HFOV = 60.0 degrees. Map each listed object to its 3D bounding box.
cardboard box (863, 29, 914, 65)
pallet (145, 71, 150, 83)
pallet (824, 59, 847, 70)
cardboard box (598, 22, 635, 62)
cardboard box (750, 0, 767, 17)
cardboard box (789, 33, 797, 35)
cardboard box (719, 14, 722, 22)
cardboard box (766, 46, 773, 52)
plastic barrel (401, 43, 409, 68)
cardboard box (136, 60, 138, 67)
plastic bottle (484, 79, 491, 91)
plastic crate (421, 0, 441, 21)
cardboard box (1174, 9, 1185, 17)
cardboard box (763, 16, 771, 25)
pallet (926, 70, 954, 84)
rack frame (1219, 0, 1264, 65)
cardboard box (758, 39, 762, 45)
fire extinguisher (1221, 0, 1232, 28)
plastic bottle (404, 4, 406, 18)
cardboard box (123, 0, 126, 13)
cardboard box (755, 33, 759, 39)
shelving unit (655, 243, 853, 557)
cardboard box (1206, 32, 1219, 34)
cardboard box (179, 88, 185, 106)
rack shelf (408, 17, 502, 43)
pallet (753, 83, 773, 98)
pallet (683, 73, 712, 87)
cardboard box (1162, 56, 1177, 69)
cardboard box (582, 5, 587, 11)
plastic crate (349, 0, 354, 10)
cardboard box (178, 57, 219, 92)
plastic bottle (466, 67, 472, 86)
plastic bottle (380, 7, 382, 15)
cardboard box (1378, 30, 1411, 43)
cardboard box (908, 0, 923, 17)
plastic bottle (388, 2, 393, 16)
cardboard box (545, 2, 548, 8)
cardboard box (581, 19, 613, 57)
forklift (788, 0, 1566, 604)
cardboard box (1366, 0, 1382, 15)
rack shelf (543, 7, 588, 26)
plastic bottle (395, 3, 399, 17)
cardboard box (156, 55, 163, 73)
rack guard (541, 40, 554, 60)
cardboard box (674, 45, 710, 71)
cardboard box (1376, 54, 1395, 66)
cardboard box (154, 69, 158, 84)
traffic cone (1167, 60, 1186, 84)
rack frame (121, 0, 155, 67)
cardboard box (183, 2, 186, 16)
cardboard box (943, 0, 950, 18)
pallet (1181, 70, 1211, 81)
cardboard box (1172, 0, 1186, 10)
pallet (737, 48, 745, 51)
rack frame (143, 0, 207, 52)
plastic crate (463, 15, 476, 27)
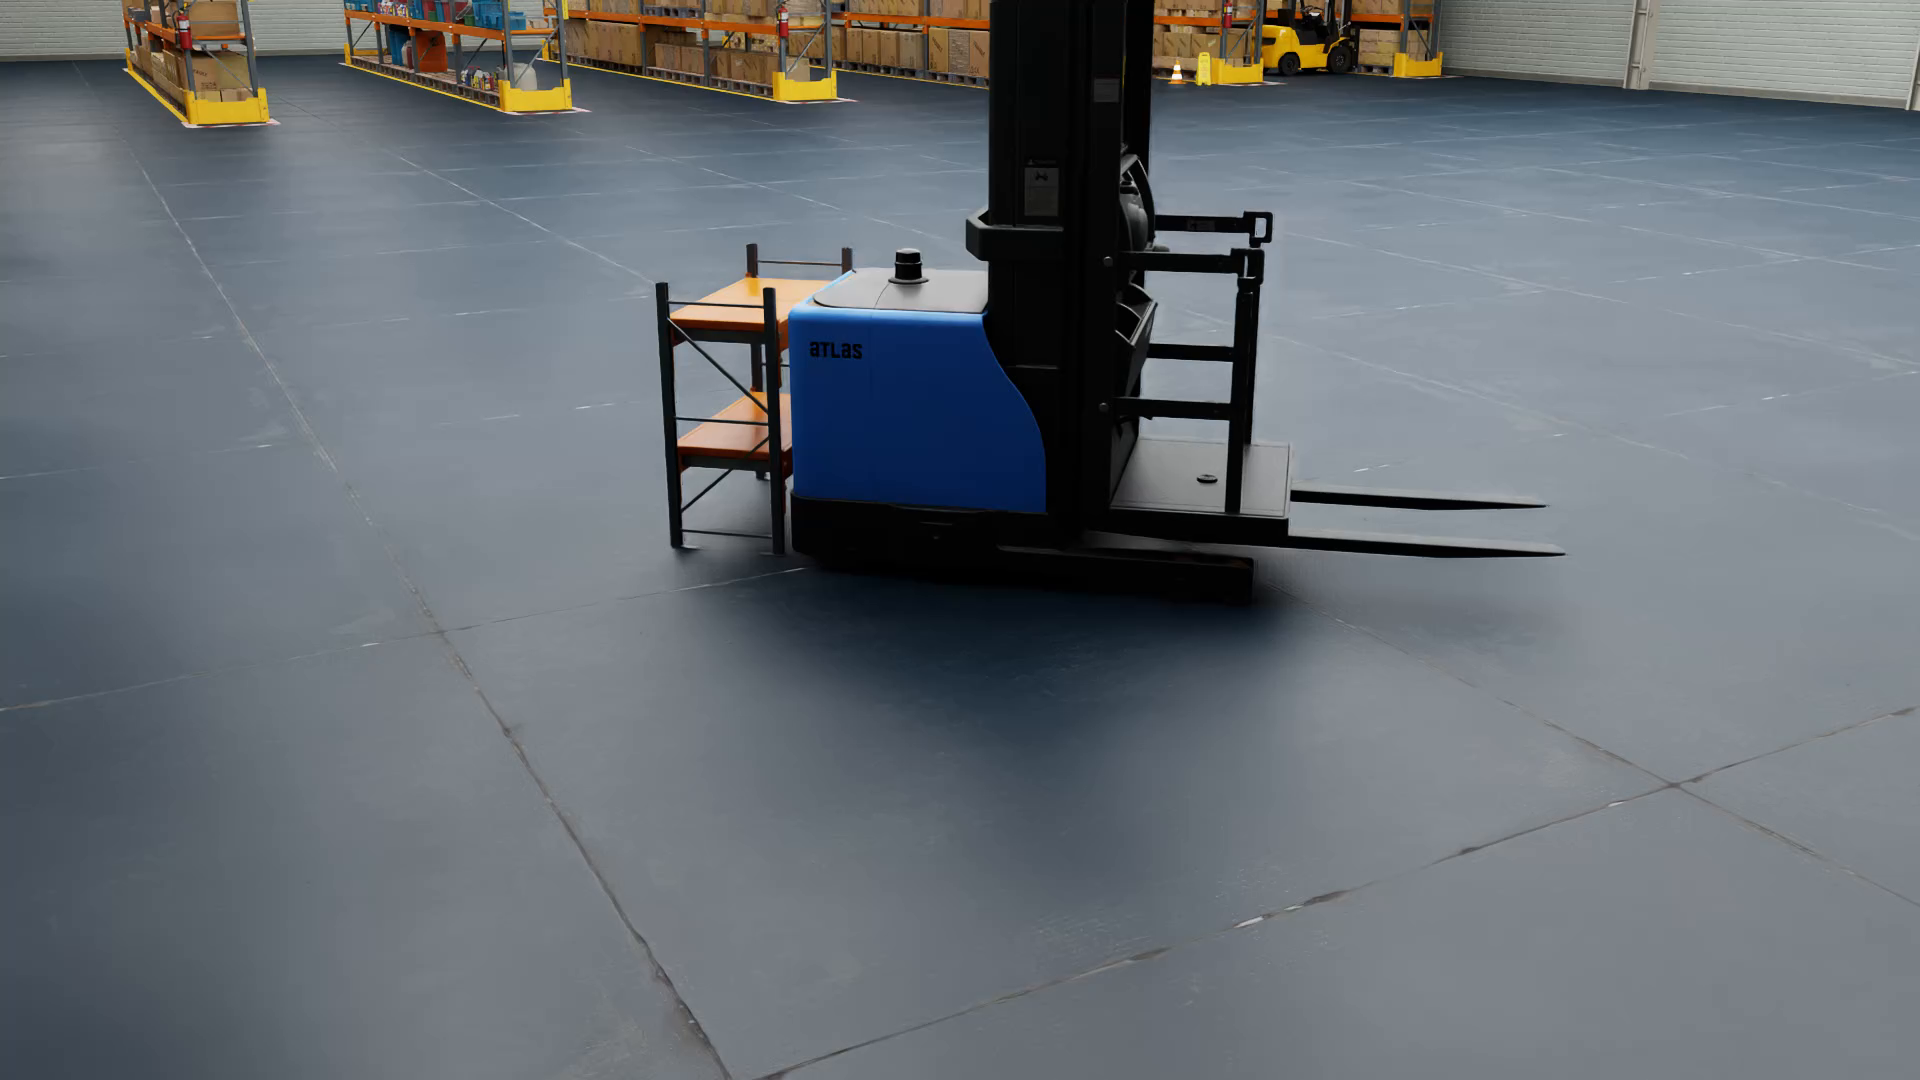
[{"bbox_3d":[-1.585,-11.286,38.044,1.050,0.750,0.750,-10,21,-26],"label":"cardboard box"},{"bbox_3d":[-16.826,-9.920,35.555,1.003,0.211,1.213,-10,21,-27],"label":"pallet"},{"bbox_3d":[-2.583,-11.496,40.124,1.003,0.211,1.213,-10,21,-27],"label":"pallet"},{"bbox_3d":[-7.779,-11.756,39.216,1.225,0.875,0.875,-11,22,-29],"label":"cardboard box"},{"bbox_3d":[-3.408,-10.029,30.988,0.875,0.500,0.500,-10,21,-27],"label":"cardboard box"},{"bbox_3d":[-3.995,-12.856,41.830,0.500,0.250,0.500,-11,22,-29],"label":"cardboard box"},{"bbox_3d":[-4.512,-10.264,32.662,0.380,0.149,0.250,-10,21,-27],"label":"cardboard box"},{"bbox_3d":[-4.831,-12.802,43.361,0.380,0.149,0.250,-11,22,-28],"label":"cardboard box"},{"bbox_3d":[-12.116,-10.716,36.759,0.421,0.512,0.421,0,19,0],"label":"plastic barrel"},{"bbox_3d":[-17.997,-10.544,36.785,0.380,0.149,0.250,-10,21,-27],"label":"cardboard box"},{"bbox_3d":[-8.445,-8.131,29.713,0.097,0.201,0.097,0,19,0],"label":"plastic bottle"},{"bbox_3d":[-10.487,-10.602,33.161,0.402,0.464,0.583,-10,21,-27],"label":"plastic crate"},{"bbox_3d":[4.859,-11.401,35.958,0.380,0.149,0.250,-10,22,-27],"label":"cardboard box"},{"bbox_3d":[-3.427,-9.621,30.799,0.380,0.149,0.250,-10,21,-27],"label":"cardboard box"},{"bbox_3d":[-0.022,-9.893,35.478,1.003,0.211,1.213,-10,21,-27],"label":"pallet"},{"bbox_3d":[5.894,-11.089,34.669,1.000,3.000,0.127,-10,21,-27],"label":"rack frame"},{"bbox_3d":[-5.105,-13.158,43.936,0.380,0.149,0.250,-11,22,-29],"label":"cardboard box"},{"bbox_3d":[5.542,-10.948,34.380,0.296,0.674,0.183,-10,21,-27],"label":"fire extinguisher"},{"bbox_3d":[-11.663,-11.145,35.009,0.061,0.283,0.133,-10,21,-27],"label":"plastic bottle"},{"bbox_3d":[-18.917,-12.346,38.157,0.500,0.500,0.500,-10,22,-27],"label":"cardboard box"},{"bbox_3d":[-5.195,-13.295,43.877,0.380,0.149,0.250,-11,22,-29],"label":"cardboard box"},{"bbox_3d":[-0.854,-0.645,7.277,0.538,1.125,1.048,5,20,13],"label":"shelving unit"},{"bbox_3d":[5.490,-10.773,36.175,0.500,0.500,0.500,-11,22,-29],"label":"cardboard box"},{"bbox_3d":[-12.310,-7.169,26.881,0.500,0.250,0.500,-10,21,-27],"label":"cardboard box"},{"bbox_3d":[-10.036,-10.169,33.106,1.077,0.370,4.000,-10,21,-27],"label":"rack shelf"},{"bbox_3d":[-3.218,-8.496,31.431,1.003,0.211,1.213,-10,21,-27],"label":"pallet"},{"bbox_3d":[-5.098,-9.607,34.650,1.003,0.211,1.213,-10,21,-27],"label":"pallet"},{"bbox_3d":[4.781,-10.477,36.468,0.500,0.250,0.500,-11,22,-29],"label":"cardboard box"},{"bbox_3d":[-8.959,-12.917,40.351,0.380,0.149,0.250,-10,21,-26],"label":"cardboard box"},{"bbox_3d":[-14.644,-13.018,40.425,0.416,0.233,0.300,-10,21,-27],"label":"plastic crate"},{"bbox_3d":[-12.064,-7.382,26.347,0.500,0.500,0.500,-10,21,-27],"label":"cardboard box"},{"bbox_3d":[-9.068,-8.595,30.828,0.144,0.351,0.185,-9,21,-25],"label":"plastic bottle"},{"bbox_3d":[-12.952,-11.898,37.318,0.097,0.201,0.097,0,19,0],"label":"plastic bottle"},{"bbox_3d":[9.767,-11.314,37.360,0.500,0.250,0.500,-9,21,-25],"label":"cardboard box"},{"bbox_3d":[-0.797,-11.597,35.989,0.500,0.500,0.500,-10,21,-27],"label":"cardboard box"},{"bbox_3d":[-12.451,-11.649,36.481,0.152,0.276,0.135,-10,21,-27],"label":"plastic bottle"},{"bbox_3d":[-10.547,-13.875,43.129,0.380,0.149,0.250,-10,21,-26],"label":"cardboard box"},{"bbox_3d":[-8.769,-12.395,41.067,0.875,0.875,0.875,-10,21,-27],"label":"cardboard box"},{"bbox_3d":[0.881,-1.330,6.492,3.031,2.935,1.130,4,19,11],"label":"forklift"},{"bbox_3d":[9.557,-12.157,37.611,0.500,0.500,0.500,-9,21,-25],"label":"cardboard box"},{"bbox_3d":[-9.476,-13.233,41.985,1.077,0.370,4.000,-10,21,-27],"label":"rack shelf"},{"bbox_3d":[-12.096,-11.406,35.768,0.061,0.283,0.133,-10,21,-27],"label":"plastic bottle"},{"bbox_3d":[-14.615,-8.842,30.868,0.500,0.311,0.500,-10,22,-27],"label":"cardboard box"},{"bbox_3d":[-10.437,-12.972,43.959,1.175,0.500,0.348,-10,21,-27],"label":"rack guard"},{"bbox_3d":[-5.741,-10.369,35.739,0.700,0.500,0.500,-8,21,-22],"label":"cardboard box"},{"bbox_3d":[9.759,-10.844,37.530,0.500,0.250,0.500,-10,21,-26],"label":"cardboard box"},{"bbox_3d":[-15.117,-8.876,31.827,0.500,0.250,0.500,-11,22,-28],"label":"cardboard box"},{"bbox_3d":[4.554,-9.814,34.862,0.336,0.463,0.334,-10,21,-27],"label":"traffic cone"},{"bbox_3d":[-19.145,-12.614,39.088,1.000,3.000,0.127,-10,21,-27],"label":"rack frame"},{"bbox_3d":[-12.012,-8.354,26.590,0.700,0.500,0.500,-9,21,-25],"label":"cardboard box"},{"bbox_3d":[0.153,-11.254,34.917,0.875,0.550,0.550,-10,21,-27],"label":"cardboard box"},{"bbox_3d":[5.503,-10.031,35.879,1.003,0.211,1.213,-10,21,-27],"label":"pallet"},{"bbox_3d":[4.925,-11.679,35.769,0.500,0.500,0.500,-10,21,-27],"label":"cardboard box"},{"bbox_3d":[-5.622,-13.308,45.374,1.003,0.211,1.213,-10,21,-27],"label":"pallet"},{"bbox_3d":[-15.347,-10.317,32.432,1.000,3.000,0.127,-10,21,-27],"label":"rack frame"},{"bbox_3d":[-8.690,-9.402,30.104,0.450,0.188,0.662,-10,21,-27],"label":"plastic crate"}]
